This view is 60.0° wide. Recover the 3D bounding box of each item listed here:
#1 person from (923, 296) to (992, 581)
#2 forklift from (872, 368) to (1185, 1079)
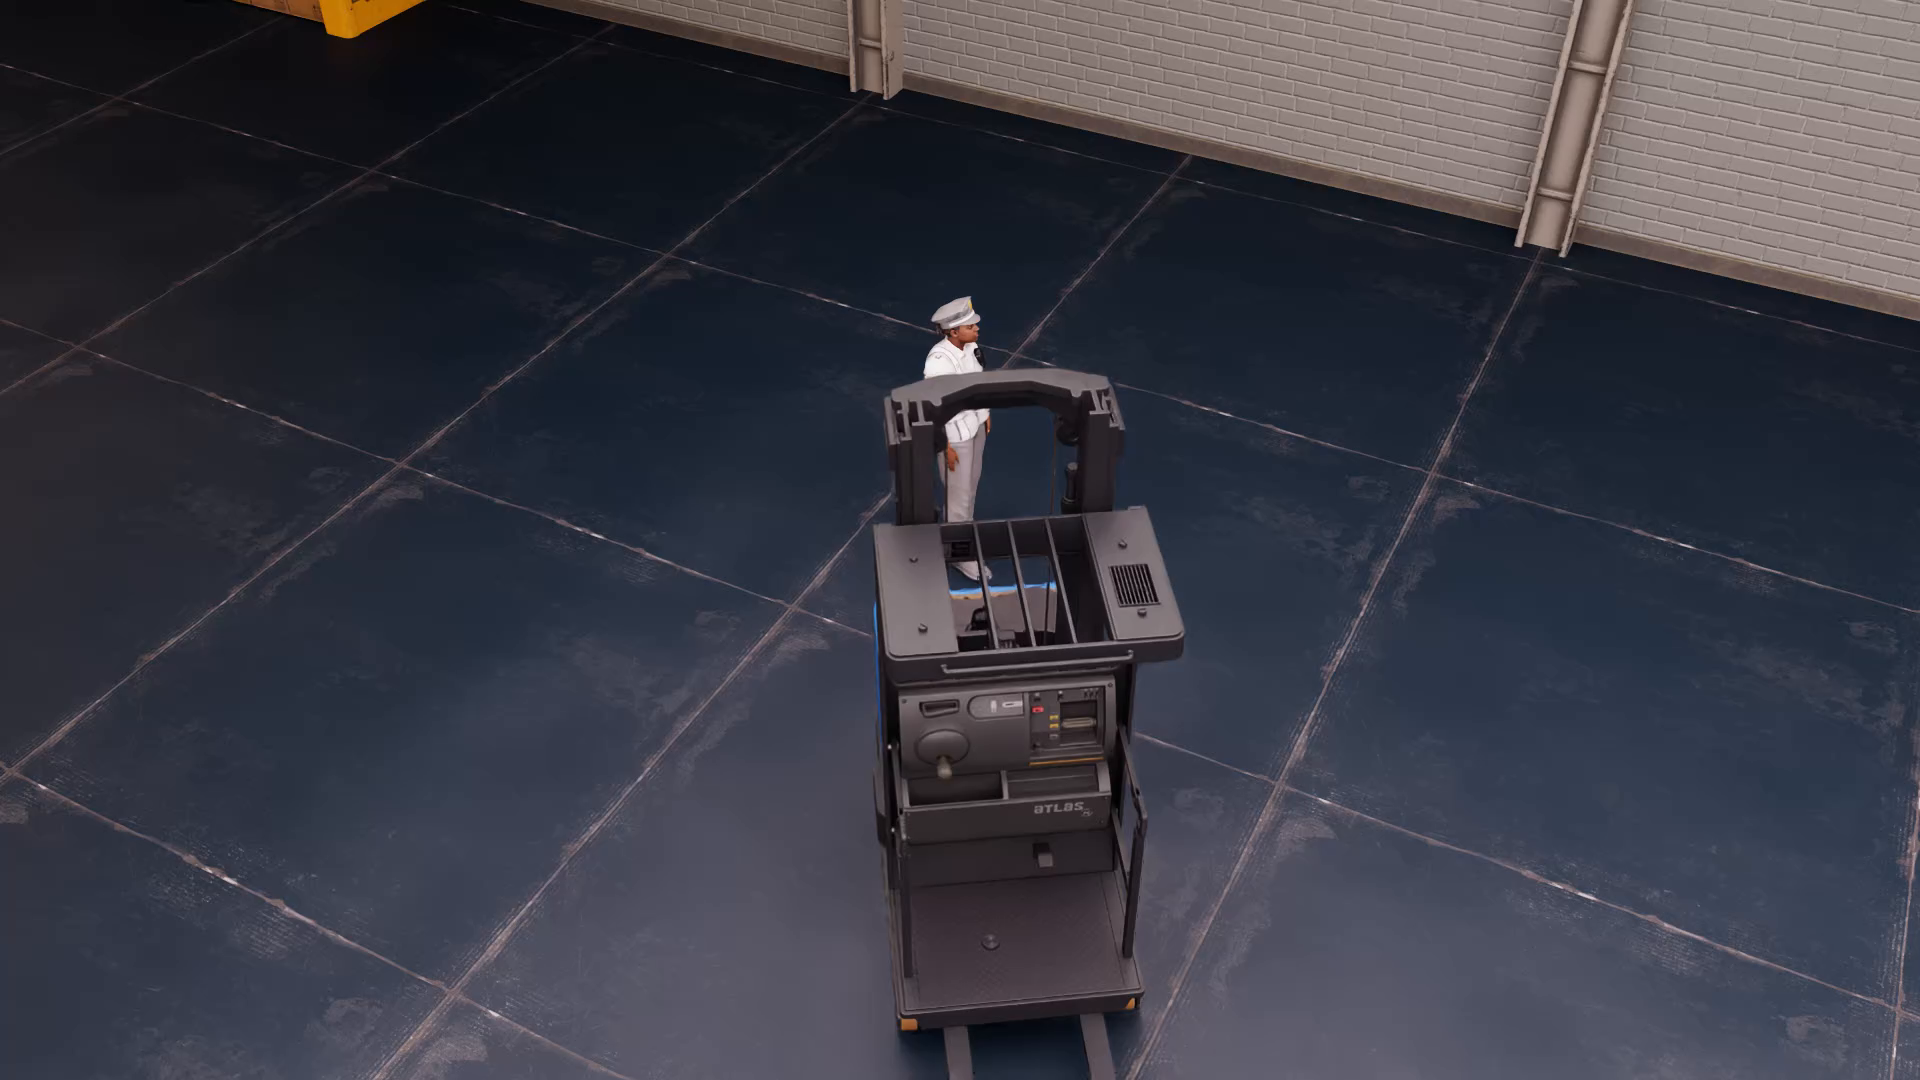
[{"bbox_3d":[0.057,-0.619,9.672,0.530,1.692,0.570,18,43,21],"label":"person"},{"bbox_3d":[0.230,0.880,6.941,1.130,2.935,3.031,-4,40,-5],"label":"forklift"}]
